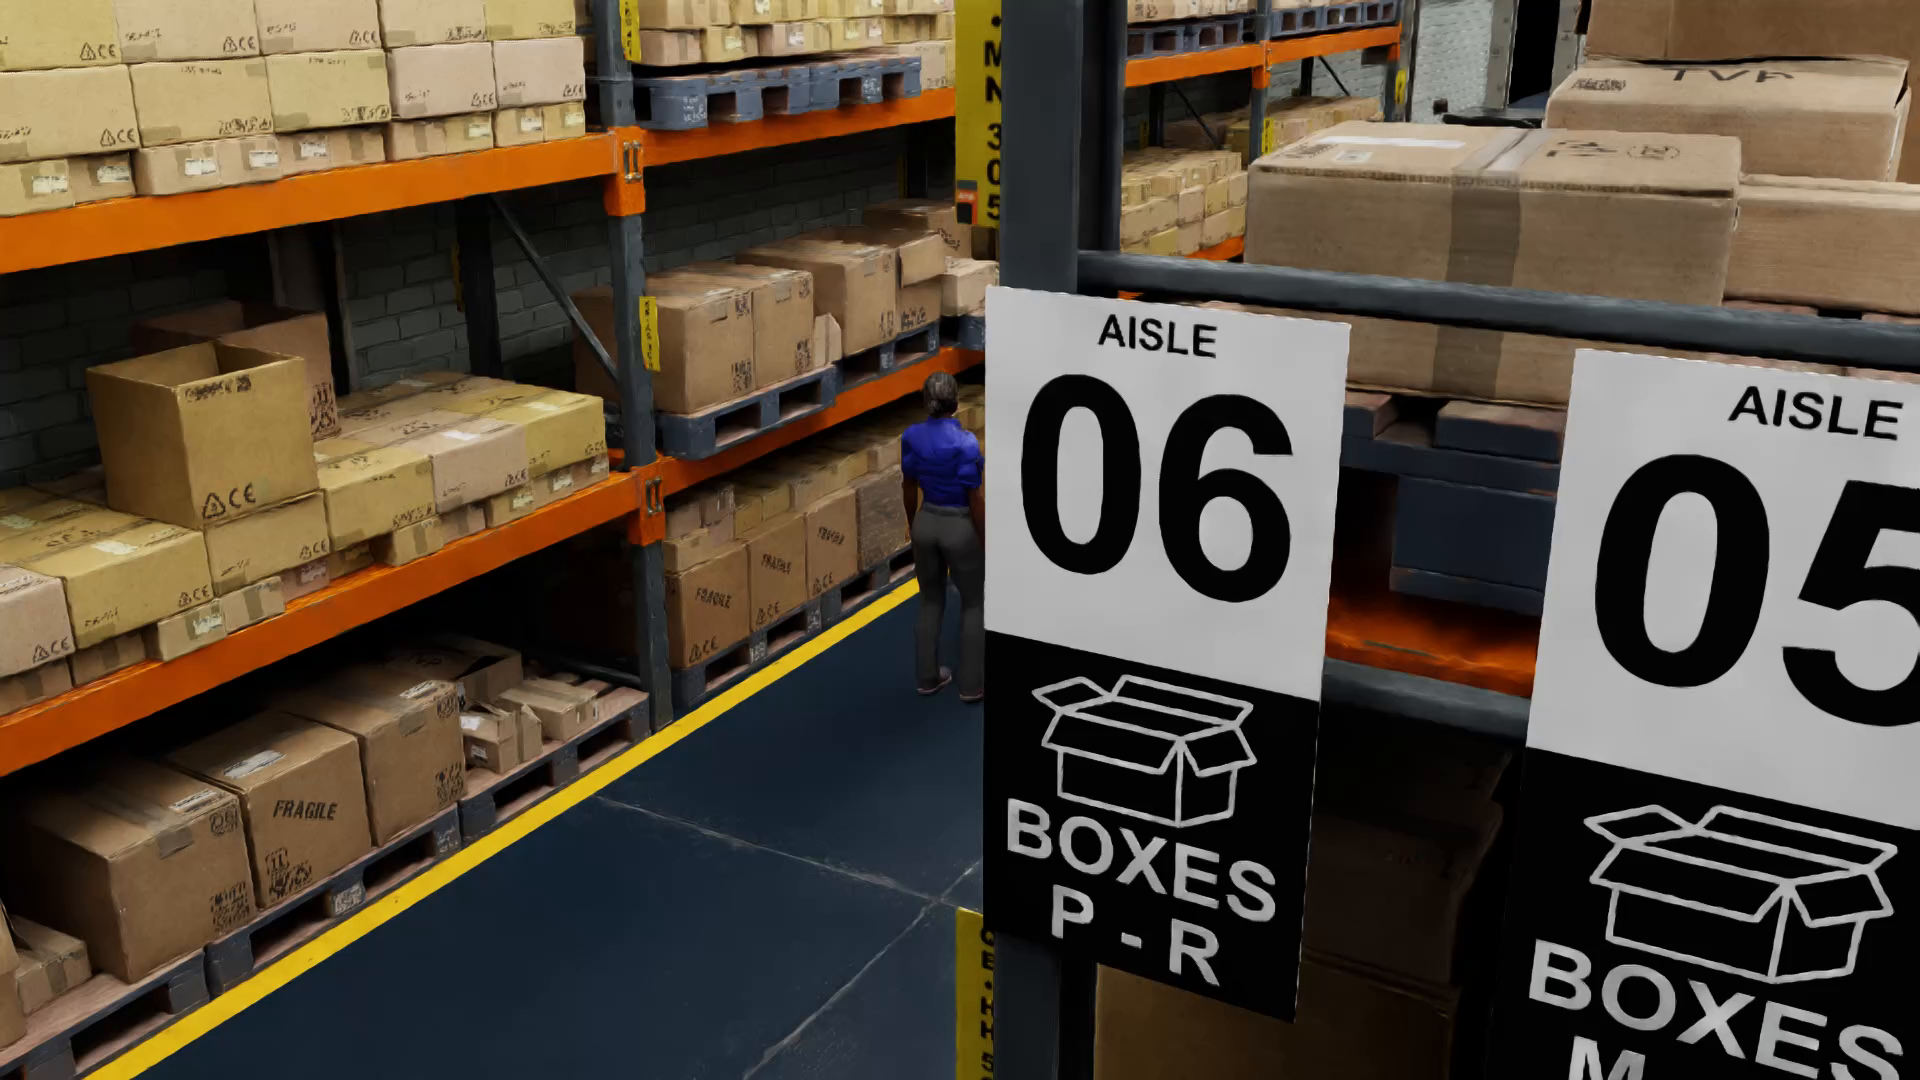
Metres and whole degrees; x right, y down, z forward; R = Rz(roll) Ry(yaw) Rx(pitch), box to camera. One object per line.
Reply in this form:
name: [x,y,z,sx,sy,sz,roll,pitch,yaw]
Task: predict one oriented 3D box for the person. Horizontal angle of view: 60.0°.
person: [-0.054,-0.026,8.151,0.469,1.658,0.355,11,22,29]
